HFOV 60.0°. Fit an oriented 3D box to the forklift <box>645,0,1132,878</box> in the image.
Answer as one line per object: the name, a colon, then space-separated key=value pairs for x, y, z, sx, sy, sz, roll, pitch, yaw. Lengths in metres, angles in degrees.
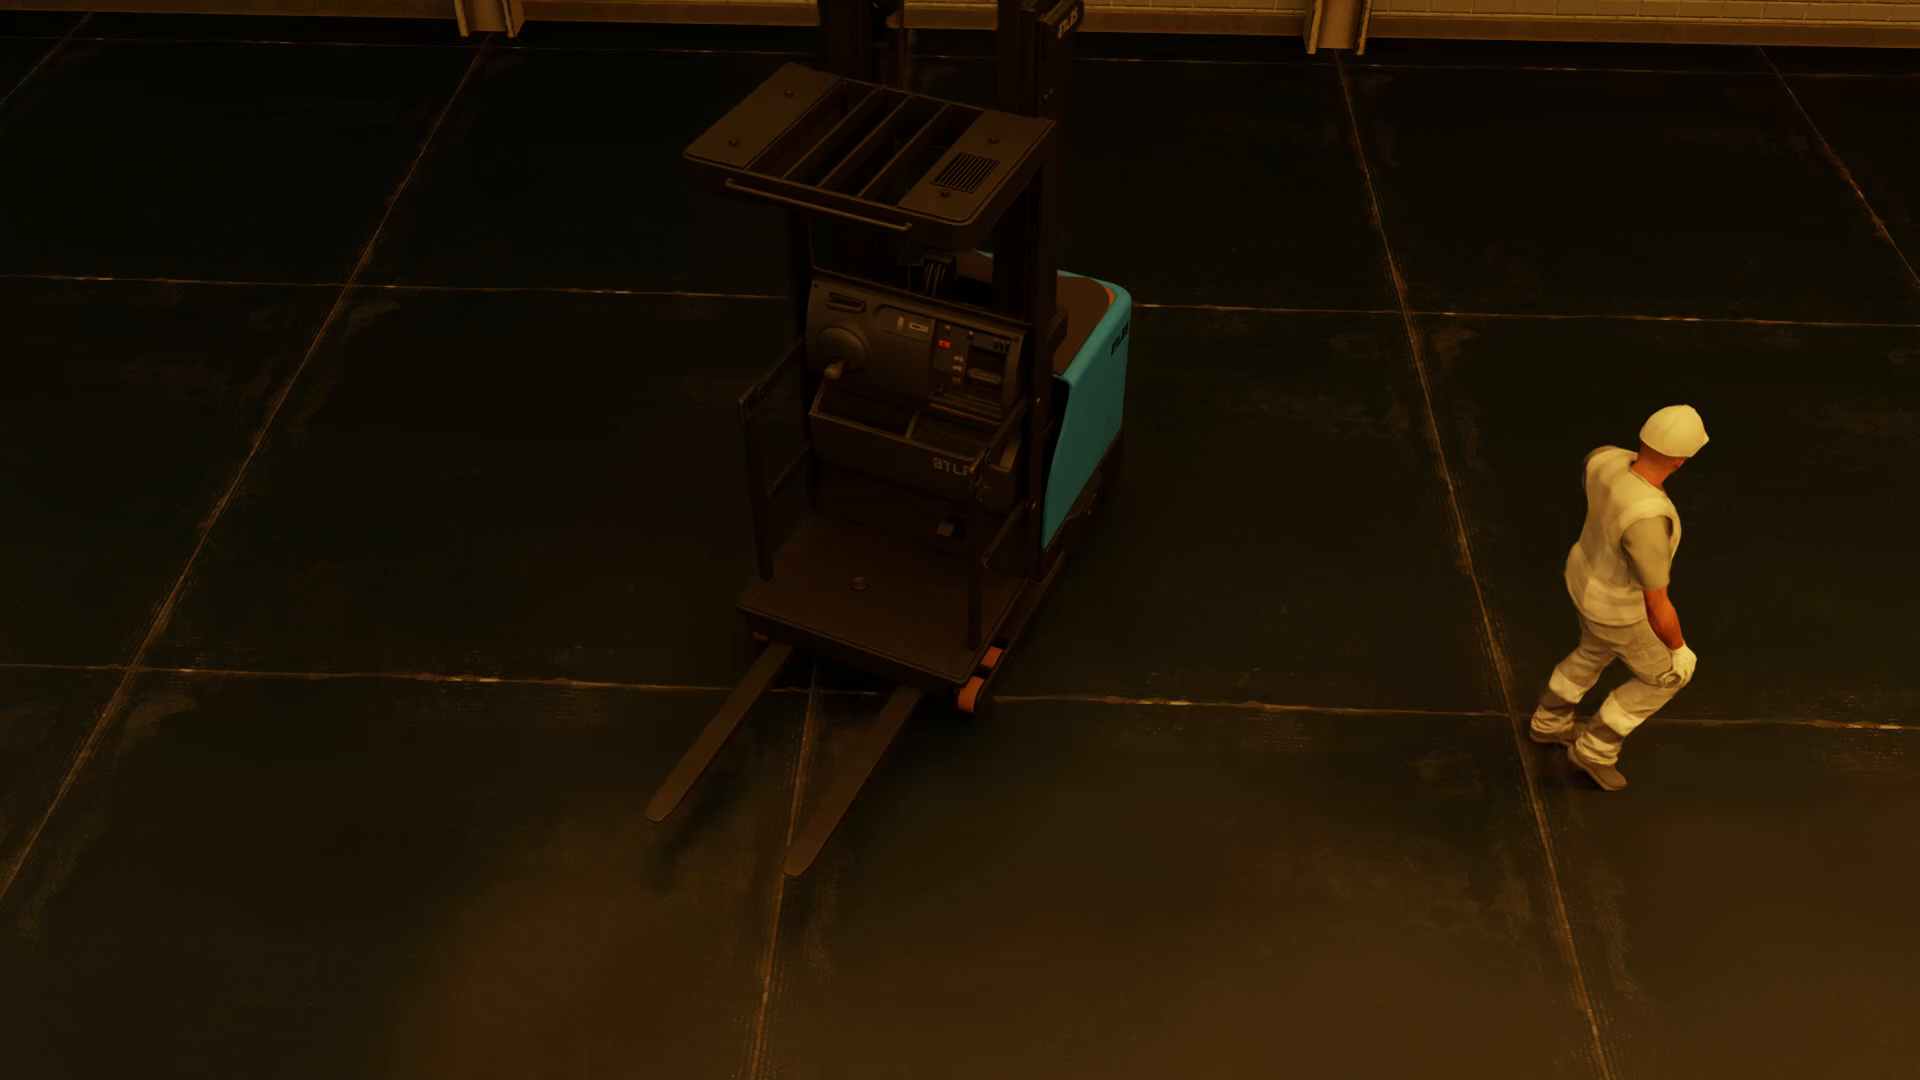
forklift: x=-0.278 y=-0.679 z=6.486 sx=1.130 sy=2.935 sz=3.031 roll=17 pitch=45 yaw=18

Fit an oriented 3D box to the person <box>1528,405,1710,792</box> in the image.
person: x=2.560 y=0.202 z=6.411 sx=0.483 sy=1.786 sz=0.898 roll=0 pitch=42 yaw=0
